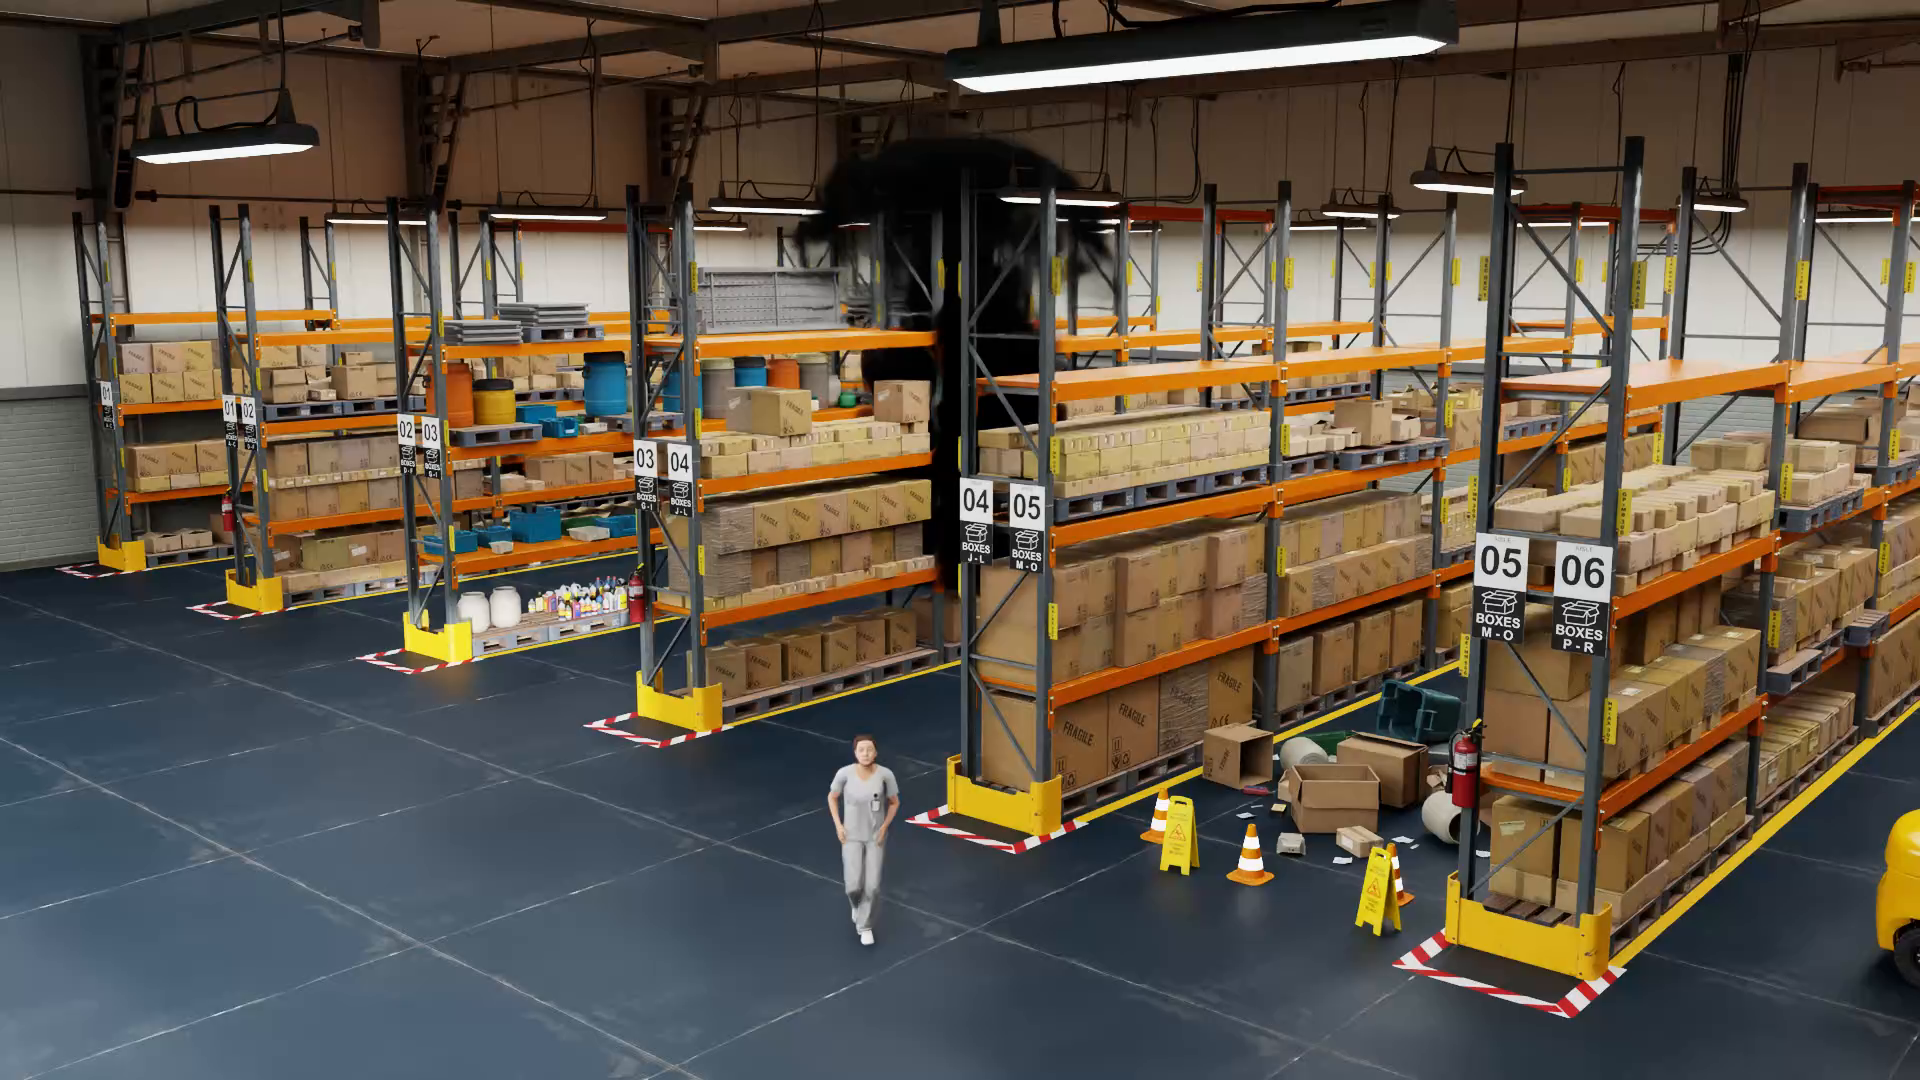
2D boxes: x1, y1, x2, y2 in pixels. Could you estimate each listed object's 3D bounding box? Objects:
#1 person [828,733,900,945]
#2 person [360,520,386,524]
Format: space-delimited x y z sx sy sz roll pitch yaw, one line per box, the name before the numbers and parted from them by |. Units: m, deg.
person | -0.735 2.270 12.761 0.549 1.632 0.530 0 9 -3
person | -10.072 -0.433 28.588 0.634 1.818 0.730 6 11 31
